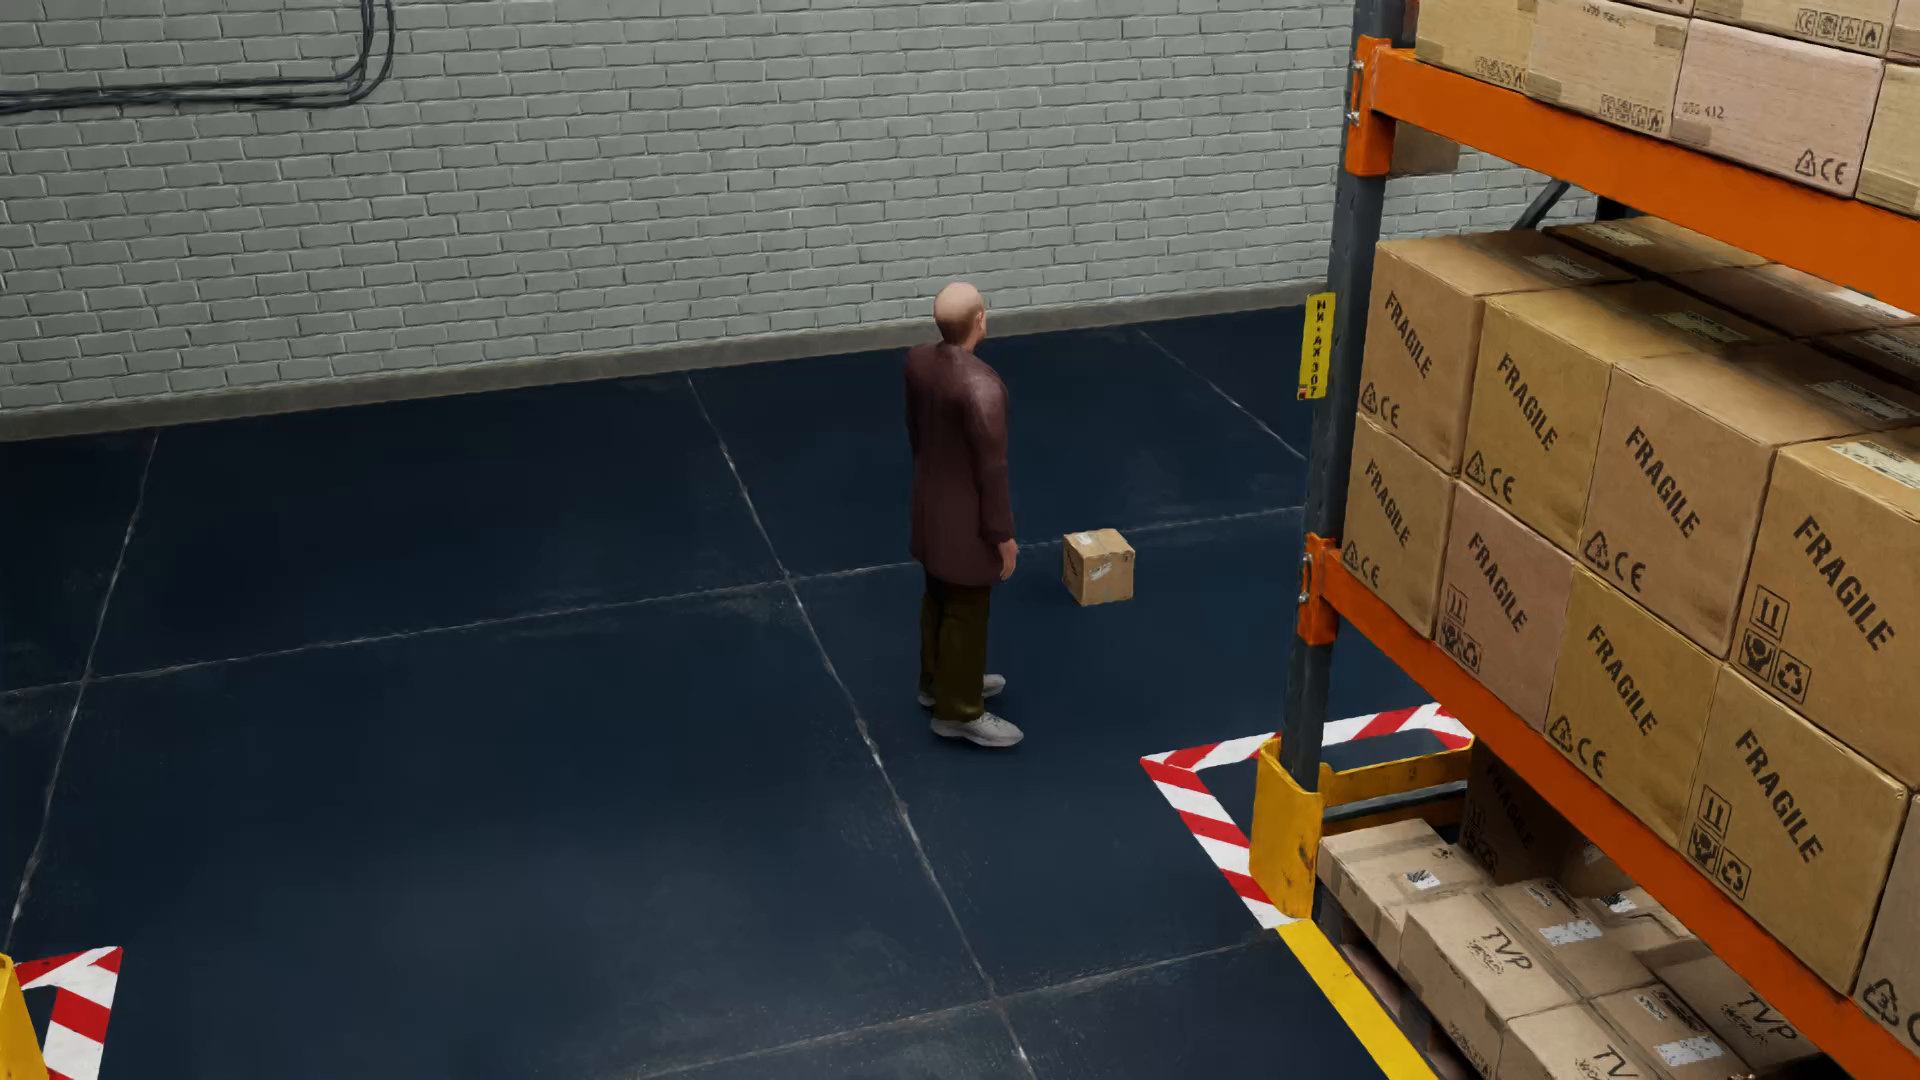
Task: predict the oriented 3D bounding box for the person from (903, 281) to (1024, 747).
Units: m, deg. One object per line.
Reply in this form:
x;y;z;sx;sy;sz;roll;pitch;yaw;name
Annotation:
0.036;-0.111;6.294;0.421;1.789;0.659;-14;29;-26;person
